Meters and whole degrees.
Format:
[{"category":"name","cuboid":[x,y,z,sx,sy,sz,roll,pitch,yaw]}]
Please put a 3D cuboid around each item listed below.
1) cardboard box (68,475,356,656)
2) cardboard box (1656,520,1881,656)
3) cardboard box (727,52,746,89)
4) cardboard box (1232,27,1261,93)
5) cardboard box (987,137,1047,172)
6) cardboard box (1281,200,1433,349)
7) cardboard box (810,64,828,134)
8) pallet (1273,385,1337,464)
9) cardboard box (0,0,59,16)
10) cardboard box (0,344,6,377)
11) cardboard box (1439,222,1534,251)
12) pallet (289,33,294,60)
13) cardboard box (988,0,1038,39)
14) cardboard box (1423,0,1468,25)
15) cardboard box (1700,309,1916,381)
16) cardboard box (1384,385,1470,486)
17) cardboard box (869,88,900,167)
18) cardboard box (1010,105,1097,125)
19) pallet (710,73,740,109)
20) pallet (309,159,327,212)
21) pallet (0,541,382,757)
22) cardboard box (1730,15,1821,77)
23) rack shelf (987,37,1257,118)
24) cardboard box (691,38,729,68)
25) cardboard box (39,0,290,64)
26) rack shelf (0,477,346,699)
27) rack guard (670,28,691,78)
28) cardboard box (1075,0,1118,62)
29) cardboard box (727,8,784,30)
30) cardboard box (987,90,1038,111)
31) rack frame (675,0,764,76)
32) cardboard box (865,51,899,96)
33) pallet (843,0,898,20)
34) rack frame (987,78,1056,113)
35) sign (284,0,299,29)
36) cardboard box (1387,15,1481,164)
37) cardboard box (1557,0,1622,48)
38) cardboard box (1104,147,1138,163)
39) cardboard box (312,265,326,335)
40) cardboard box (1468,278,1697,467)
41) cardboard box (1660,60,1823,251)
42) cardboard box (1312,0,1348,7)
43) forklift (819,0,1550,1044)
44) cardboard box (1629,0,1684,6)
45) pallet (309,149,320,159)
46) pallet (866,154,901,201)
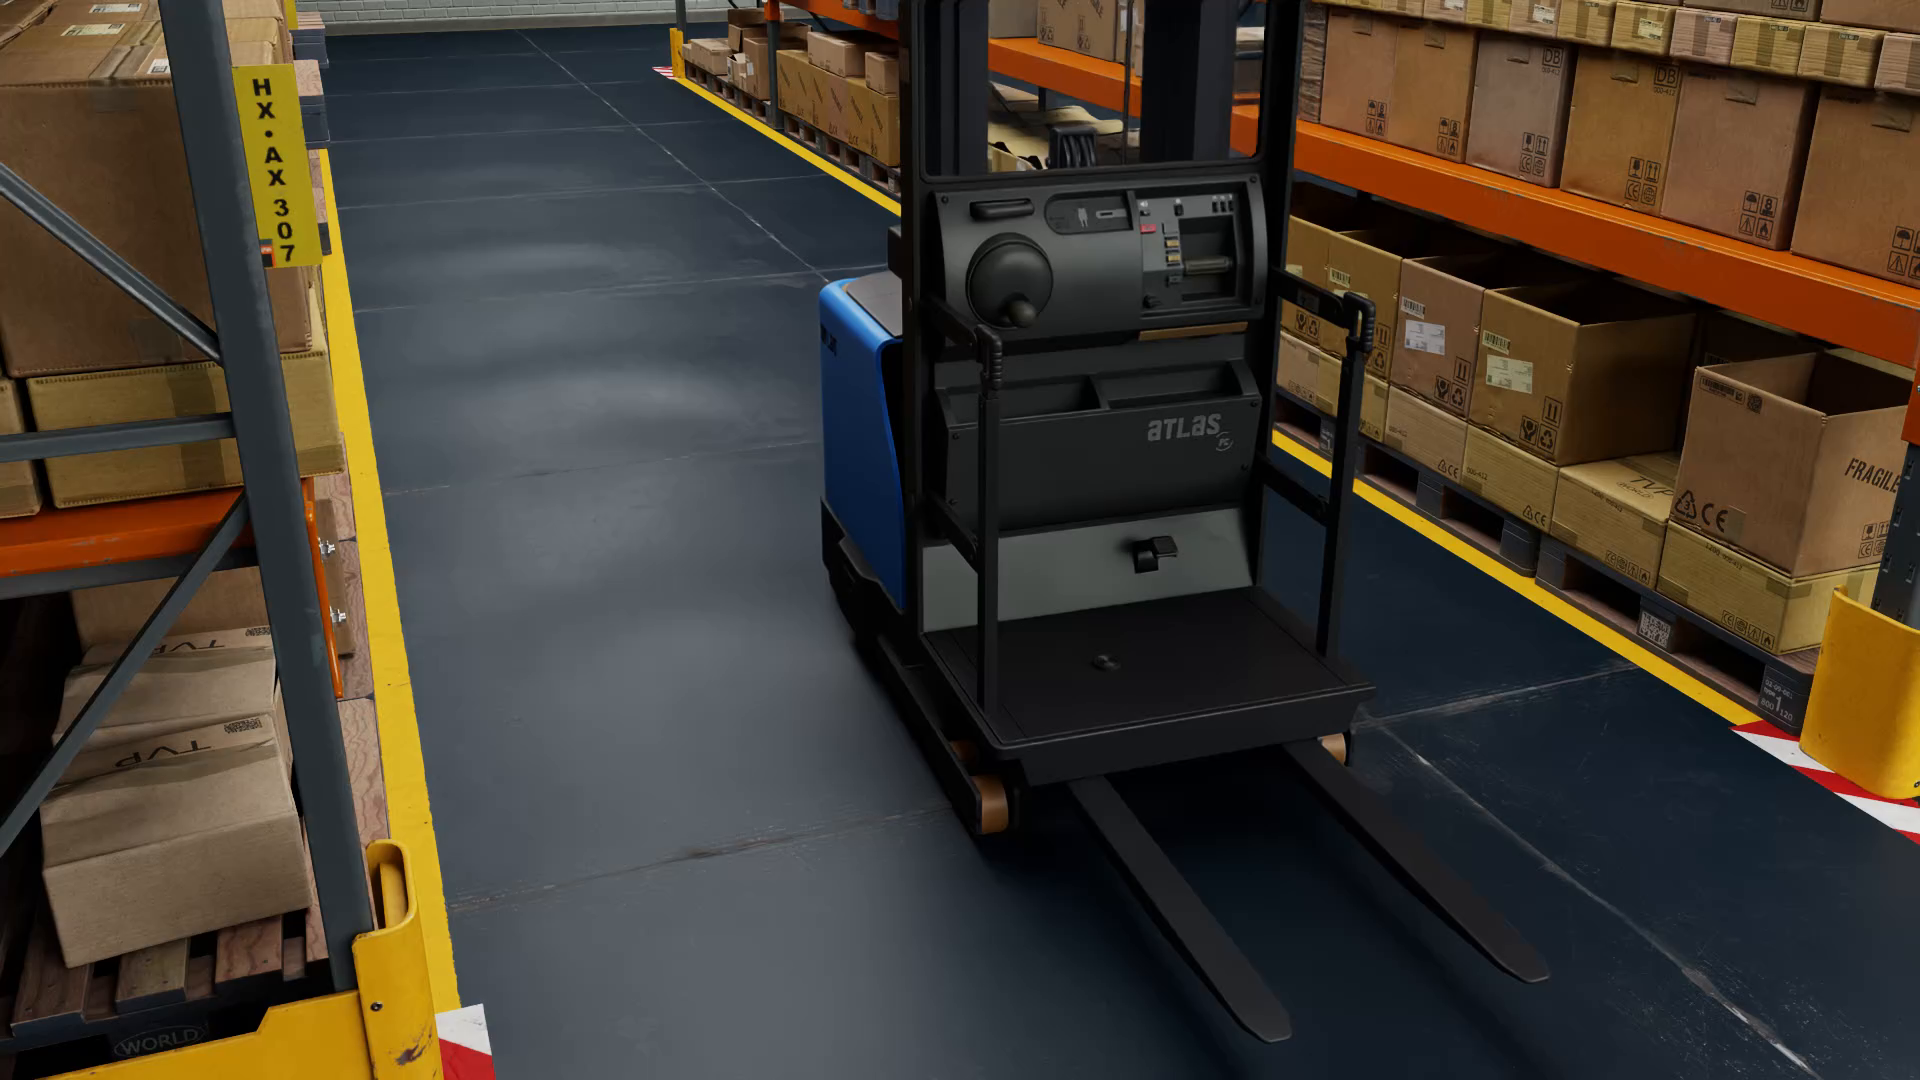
[{"category":"cardboard box","cuboid":[-2.197,0.071,4.870,0.700,0.500,0.500,-10,25,-22]},{"category":"cardboard box","cuboid":[2.544,0.105,5.139,0.500,0.250,0.500,-8,24,-19]},{"category":"cardboard box","cuboid":[-1.961,-4.579,16.147,0.500,0.311,0.500,-8,24,-19]},{"category":"cardboard box","cuboid":[1.382,-2.372,8.208,0.500,0.250,0.500,-7,24,-16]},{"category":"cardboard box","cuboid":[0.466,-2.300,10.123,0.500,0.311,0.500,-9,24,-20]},{"category":"cardboard box","cuboid":[1.652,-1.148,7.145,0.500,0.500,0.500,-8,24,-19]},{"category":"cardboard box","cuboid":[-0.918,-3.641,13.679,0.500,0.500,0.500,-8,24,-18]},{"category":"pallet","cuboid":[1.839,-0.688,7.611,1.003,0.211,1.213,-8,24,-19]},{"category":"cardboard box","cuboid":[-2.522,-1.116,4.237,0.500,0.500,0.500,-8,24,-18]},{"category":"cardboard box","cuboid":[-1.988,-0.561,2.921,0.500,0.500,0.500,-9,24,-20]},{"category":"cardboard box","cuboid":[2.311,-1.037,6.882,0.500,0.500,0.500,-8,24,-19]},{"category":"pallet","cuboid":[-3.712,-2.238,7.945,1.003,0.211,1.213,-8,24,-19]},{"category":"cardboard box","cuboid":[0.319,-3.329,10.400,0.500,0.311,0.500,-9,24,-20]},{"category":"cardboard box","cuboid":[1.970,-2.021,6.219,0.380,0.149,0.250,-9,25,-21]},{"category":"cardboard box","cuboid":[2.850,-0.493,5.592,0.500,0.500,0.500,-8,24,-19]},{"category":"cardboard box","cuboid":[2.003,-0.439,6.428,0.500,0.250,0.500,-8,24,-19]},{"category":"cardboard box","cuboid":[-0.366,-3.080,12.347,0.500,0.500,0.500,-7,24,-17]},{"category":"cardboard box","cuboid":[0.599,-2.750,11.189,0.500,0.311,0.500,-8,24,-18]},{"category":"pallet","cuboid":[-1.906,-4.583,16.853,1.003,0.211,1.213,-8,24,-19]},{"category":"pallet","cuboid":[-5.084,-2.495,11.897,1.003,0.211,1.213,-8,24,-19]},{"category":"pallet","cuboid":[-2.331,0.381,5.073,1.003,0.211,1.213,-8,24,-19]},{"category":"cardboard box","cuboid":[2.512,-1.460,4.888,0.380,0.149,0.250,-9,24,-20]},{"category":"rack shelf","cuboid":[0.890,-2.663,9.632,1.077,0.370,4.000,-8,24,-19]},{"category":"cardboard box","cuboid":[-2.539,-5.146,17.570,0.500,0.250,0.500,-8,24,-19]},{"category":"cardboard box","cuboid":[-1.852,-1.003,3.970,0.500,0.500,0.500,-9,25,-21]},{"category":"rack shelf","cuboid":[-2.330,-0.529,4.568,1.077,0.370,4.000,-8,24,-19]},{"category":"rack guard","cuboid":[-2.616,-5.449,18.533,1.175,0.500,0.348,-8,24,-19]},{"category":"cardboard box","cuboid":[0.978,-2.969,9.302,0.500,0.500,0.500,-8,24,-19]},{"category":"cardboard box","cuboid":[-2.220,-5.515,18.125,0.500,0.500,0.500,-8,24,-19]},{"category":"cardboard box","cuboid":[0.290,-2.977,12.102,0.500,0.500,0.500,-7,24,-17]},{"category":"rack frame","cuboid":[-2.642,-6.628,18.113,1.000,3.000,0.127,-8,24,-19]},{"category":"cardboard box","cuboid":[-0.390,-3.445,12.248,0.500,0.250,0.500,-7,24,-17]},{"category":"pallet","cuboid":[-0.121,-3.869,11.816,1.213,0.211,1.003,-8,24,-19]},{"category":"rack frame","cuboid":[0.184,-3.721,11.217,1.000,3.000,0.127,-8,24,-19]},{"category":"sign","cuboid":[-2.531,-2.063,6.168,0.100,0.325,0.005,-8,24,-19]},{"category":"cardboard box","cuboid":[2.125,-1.780,6.482,0.700,0.500,0.500,-8,24,-18]},{"category":"cardboard box","cuboid":[2.238,-1.742,5.558,0.380,0.149,0.250,-8,24,-18]},{"category":"cardboard box","cuboid":[1.140,-2.195,9.874,0.500,0.311,0.500,-8,24,-18]},{"category":"cardboard box","cuboid":[-1.870,-0.667,4.138,0.500,0.250,0.500,-9,24,-20]},{"category":"cardboard box","cuboid":[2.175,-0.602,5.850,0.500,0.500,0.500,-8,24,-19]},{"category":"cardboard box","cuboid":[2.667,-1.222,5.159,0.700,0.500,0.500,-8,24,-18]},{"category":"cardboard box","cuboid":[1.692,-2.304,6.890,0.380,0.149,0.250,-9,24,-20]},{"category":"forklift","cuboid":[0.456,-0.745,4.244,1.130,2.935,3.031,-7,24,-17]},{"category":"cardboard box","cuboid":[2.469,-2.022,5.387,0.700,0.500,0.500,-8,24,-19]},{"category":"pallet","cuboid":[-5.519,-2.939,12.950,1.003,0.211,1.213,-8,24,-19]},{"category":"pallet","cuboid":[-0.045,-2.713,12.414,1.003,0.211,1.213,-8,24,-19]}]
